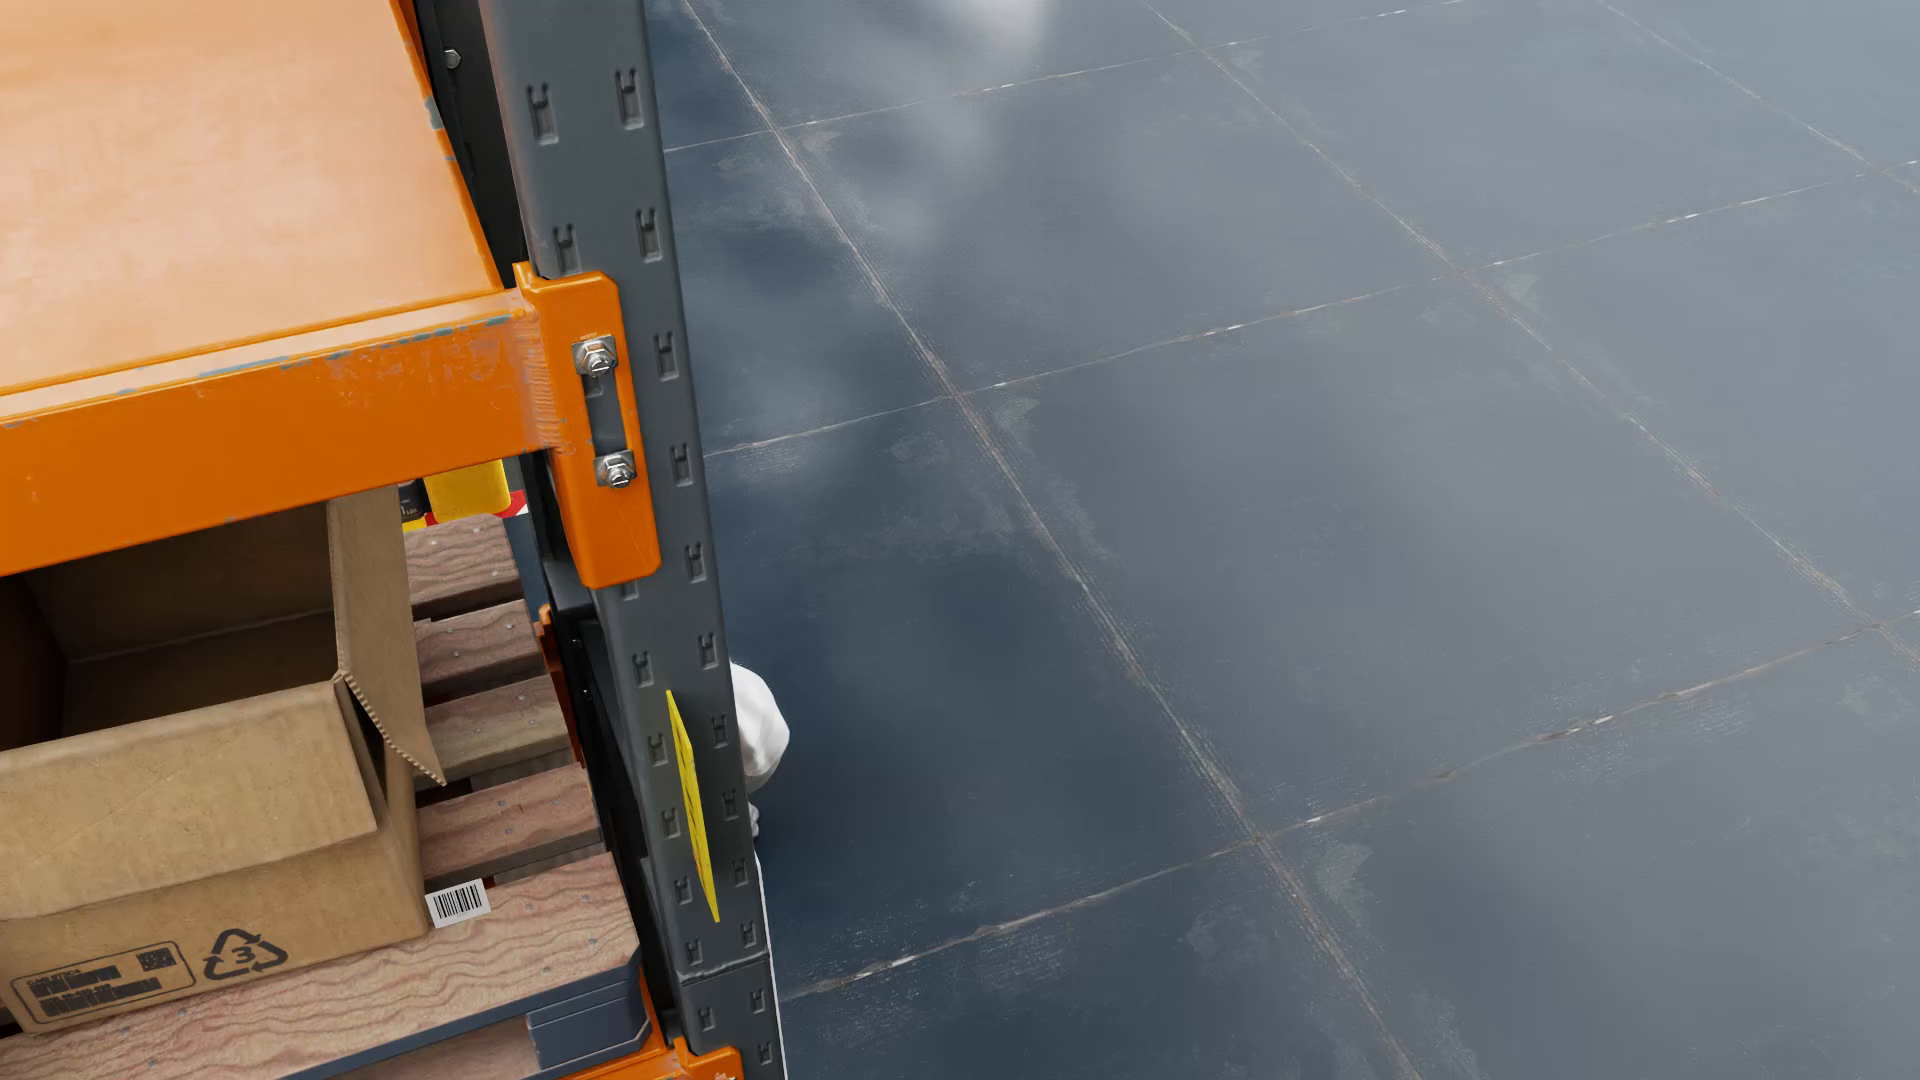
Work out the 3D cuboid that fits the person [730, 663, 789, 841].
[{"bbox_3d":[-1.048,0.715,5.919,0.861,1.004,0.538,-15,44,-17],"label":"person"}]
